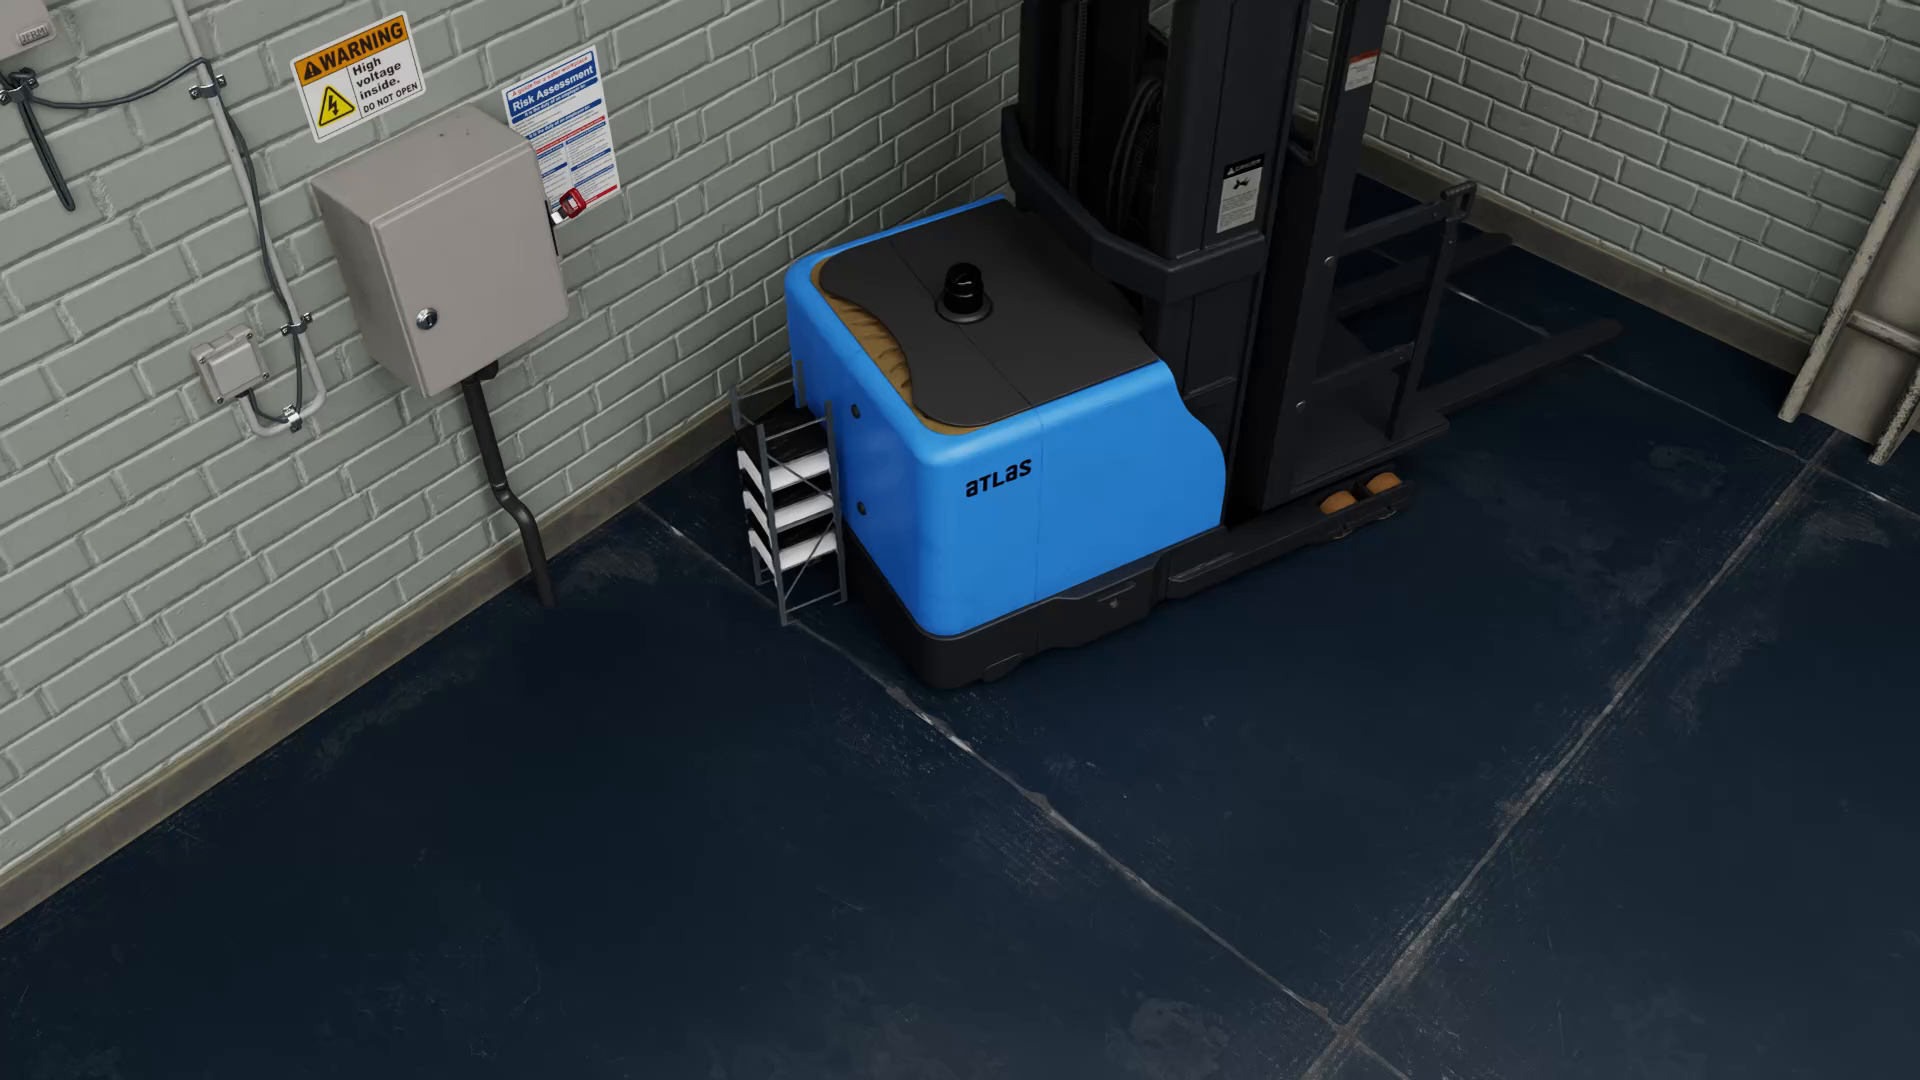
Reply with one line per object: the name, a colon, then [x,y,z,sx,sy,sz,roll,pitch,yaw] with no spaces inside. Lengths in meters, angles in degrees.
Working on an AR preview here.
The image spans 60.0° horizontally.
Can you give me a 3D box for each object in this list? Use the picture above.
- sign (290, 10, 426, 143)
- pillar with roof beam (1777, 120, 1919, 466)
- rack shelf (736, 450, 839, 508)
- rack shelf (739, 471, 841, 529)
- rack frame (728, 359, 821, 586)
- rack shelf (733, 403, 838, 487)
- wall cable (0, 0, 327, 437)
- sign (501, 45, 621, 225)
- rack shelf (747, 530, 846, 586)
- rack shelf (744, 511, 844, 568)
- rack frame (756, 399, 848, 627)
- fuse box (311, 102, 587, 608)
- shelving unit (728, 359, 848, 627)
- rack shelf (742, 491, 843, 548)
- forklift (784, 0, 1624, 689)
sign: [-1.526,-1.179,4.233,0.001,0.242,0.339,34,55,28]
pillar with roof beam: [0.365,-1.219,0.722,0.400,9.000,9.100,34,55,28]
rack shelf: [-0.533,-0.230,5.147,0.258,0.077,0.200,-22,51,-19]
rack shelf: [-0.533,-0.168,5.213,0.258,0.077,0.200,-22,51,-19]
rack frame: [-0.582,-0.195,5.315,0.240,0.900,0.006,-22,51,-19]
rack shelf: [-0.533,-0.291,5.081,0.258,0.077,0.200,-22,51,-19]
wall cable: [-1.915,-0.883,3.825,0.122,1.984,0.588,34,55,28]
sign: [-1.154,-1.158,4.845,0.001,0.494,0.329,34,55,28]
rack shelf: [-0.532,0.016,5.410,0.258,0.077,0.200,-22,51,-19]
rack shelf: [-0.532,-0.045,5.344,0.258,0.077,0.200,-22,51,-19]
rack frame: [-0.484,-0.065,5.193,0.240,0.900,0.006,-22,51,-19]
fuse box: [-1.336,-0.382,4.935,0.414,1.711,0.539,34,55,28]
shelving unit: [-0.533,-0.130,5.254,0.258,0.900,0.210,-22,51,-19]
rack shelf: [-0.533,-0.107,5.278,0.258,0.077,0.200,-22,51,-19]
forklift: [0.988,-1.325,4.984,3.031,2.935,1.130,-22,51,-19]
